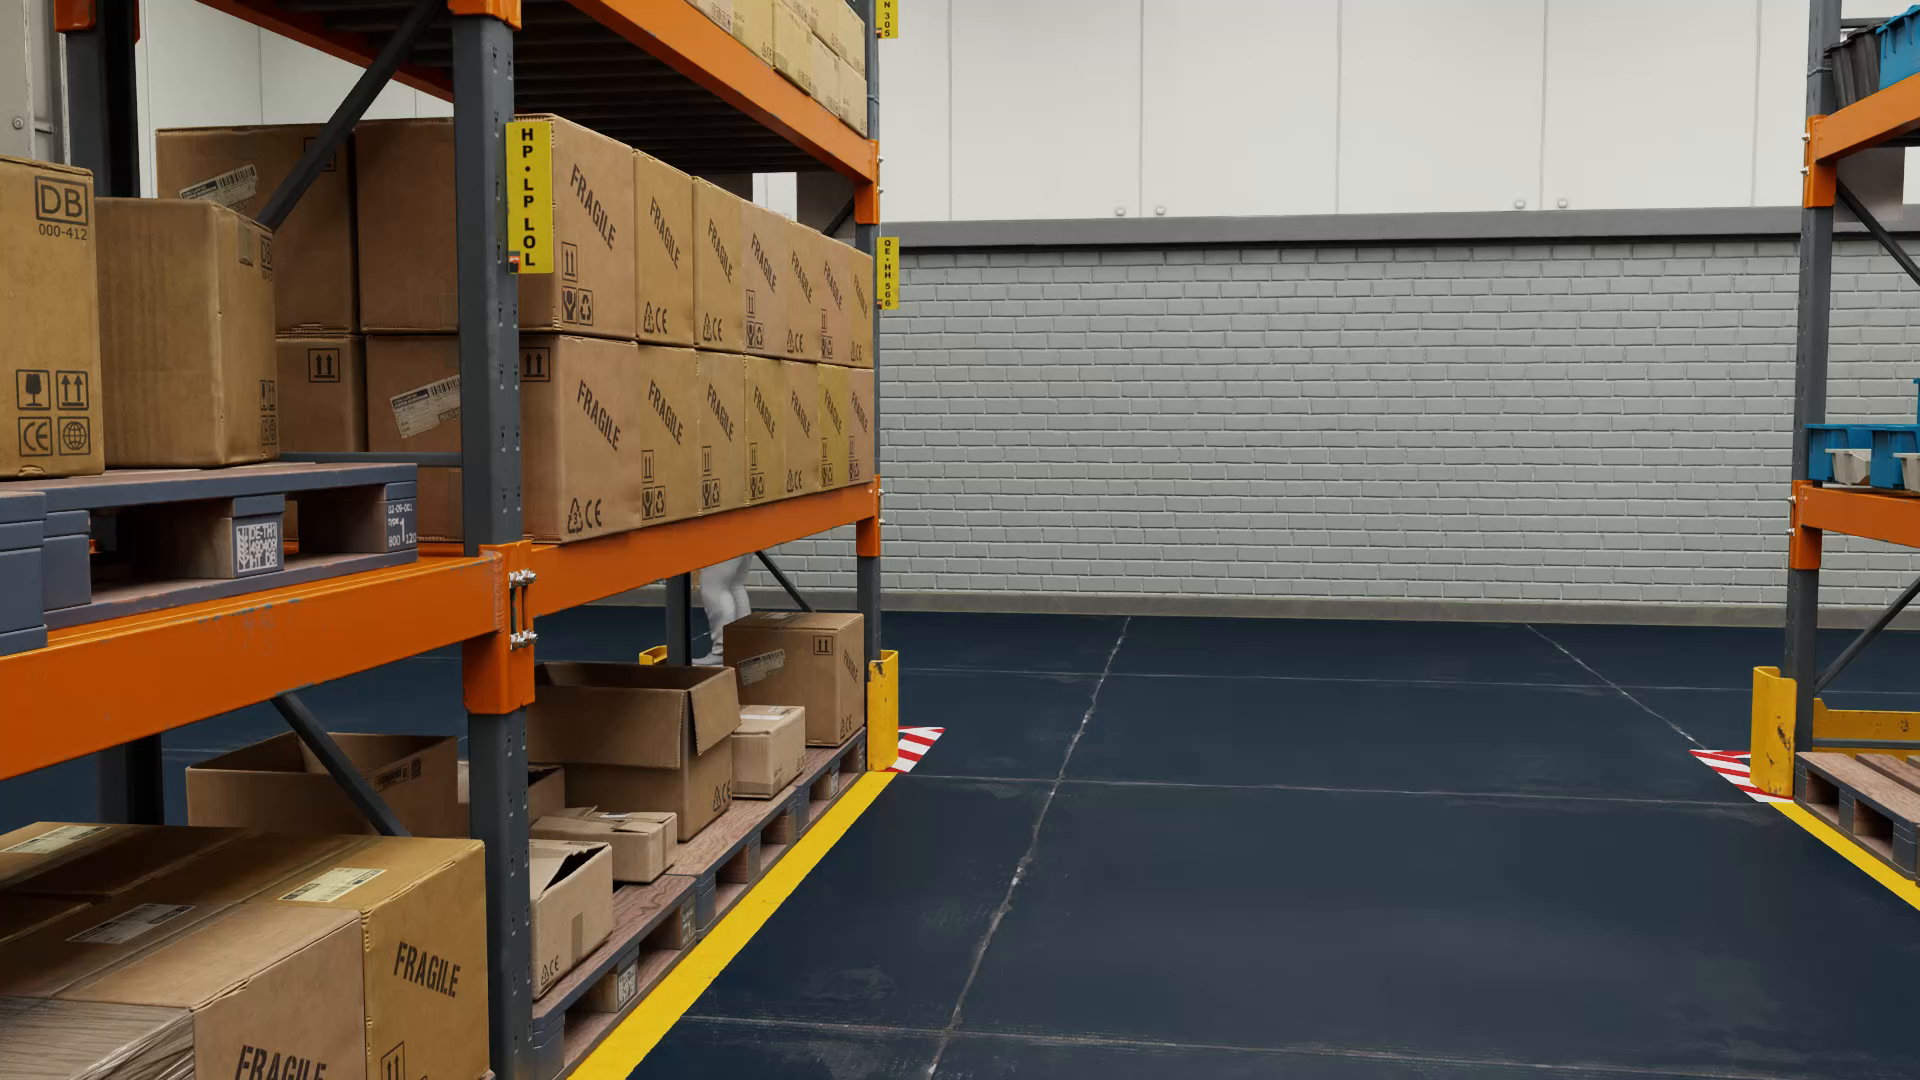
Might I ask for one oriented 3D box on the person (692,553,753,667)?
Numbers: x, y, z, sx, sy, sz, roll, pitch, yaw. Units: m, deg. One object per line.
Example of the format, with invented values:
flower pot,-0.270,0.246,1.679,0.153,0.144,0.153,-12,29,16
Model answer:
person,-1.471,-0.075,10.480,0.472,1.759,0.554,1,4,7
